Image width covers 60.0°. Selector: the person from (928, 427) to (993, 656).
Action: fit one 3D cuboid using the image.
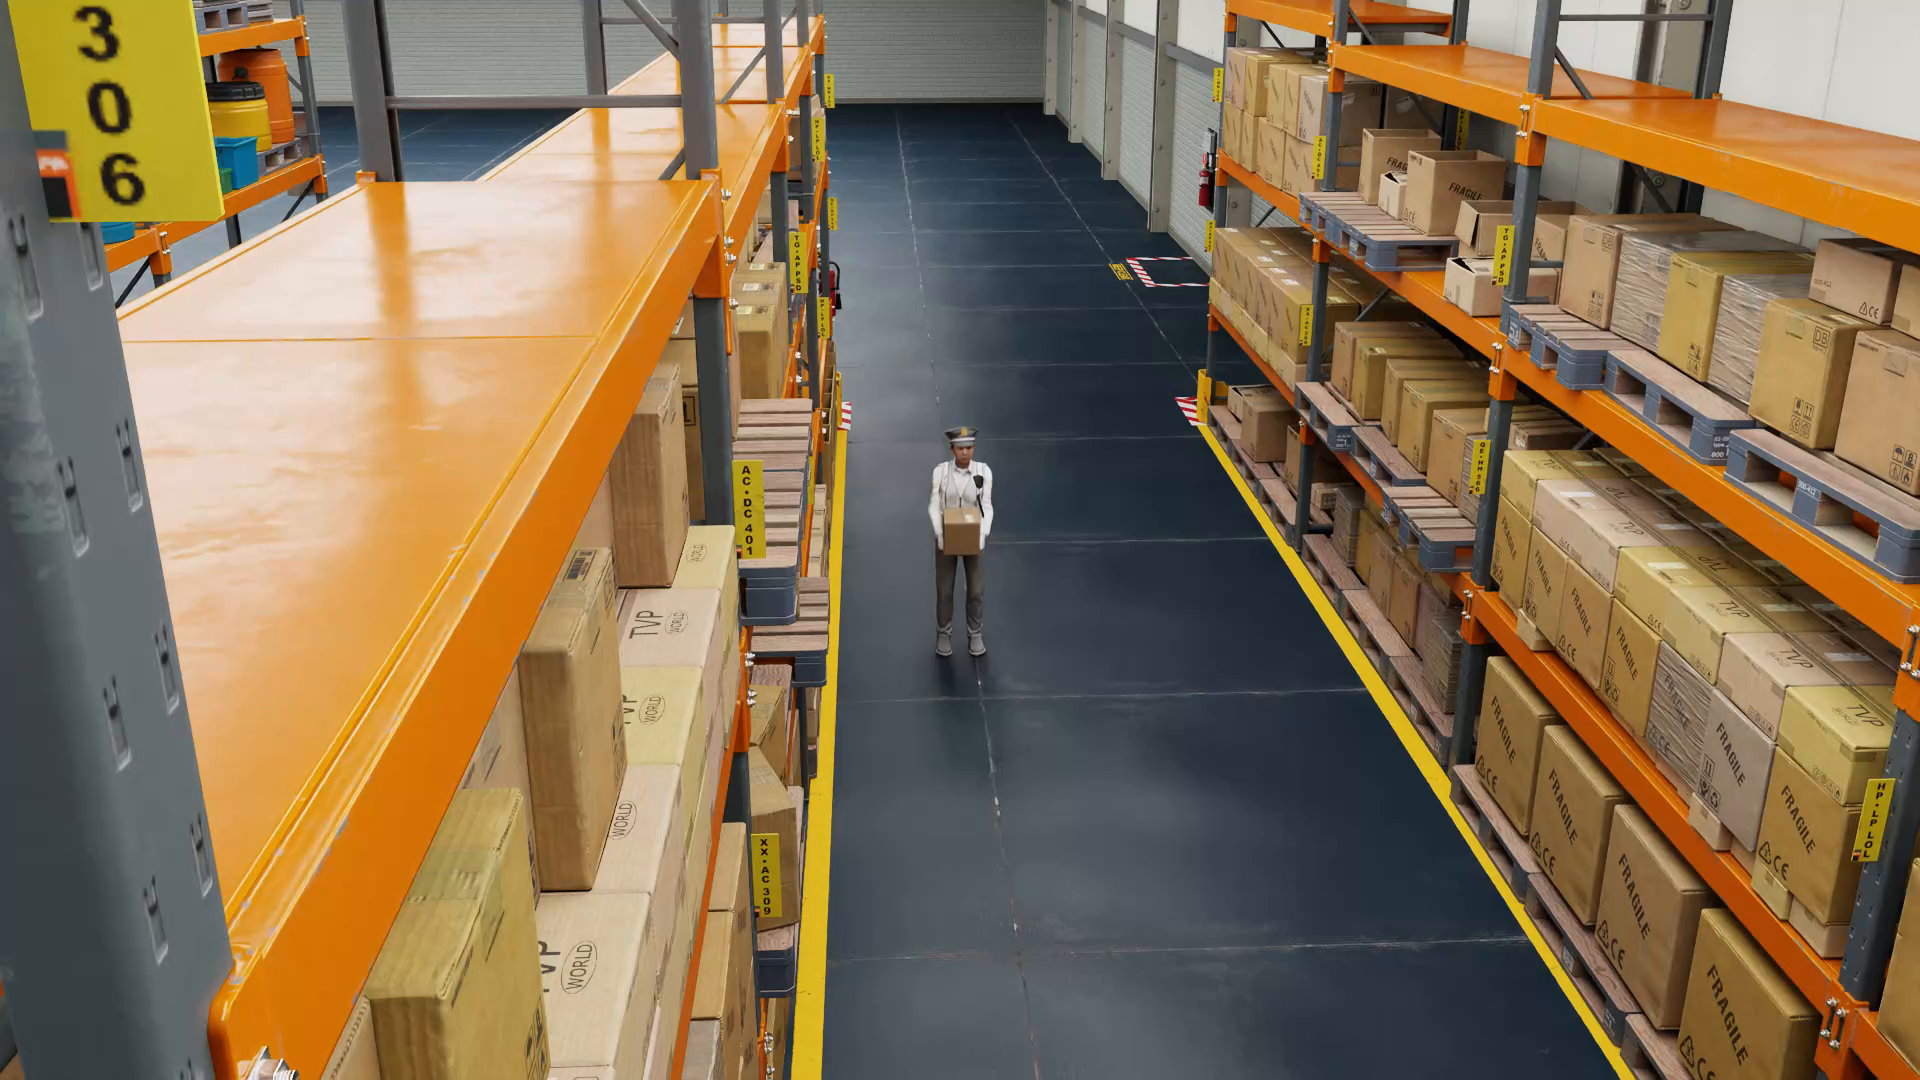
[{"bbox_3d":[0.004,0.023,11.804,0.459,1.686,0.549,-1,21,-1],"label":"person"}]
